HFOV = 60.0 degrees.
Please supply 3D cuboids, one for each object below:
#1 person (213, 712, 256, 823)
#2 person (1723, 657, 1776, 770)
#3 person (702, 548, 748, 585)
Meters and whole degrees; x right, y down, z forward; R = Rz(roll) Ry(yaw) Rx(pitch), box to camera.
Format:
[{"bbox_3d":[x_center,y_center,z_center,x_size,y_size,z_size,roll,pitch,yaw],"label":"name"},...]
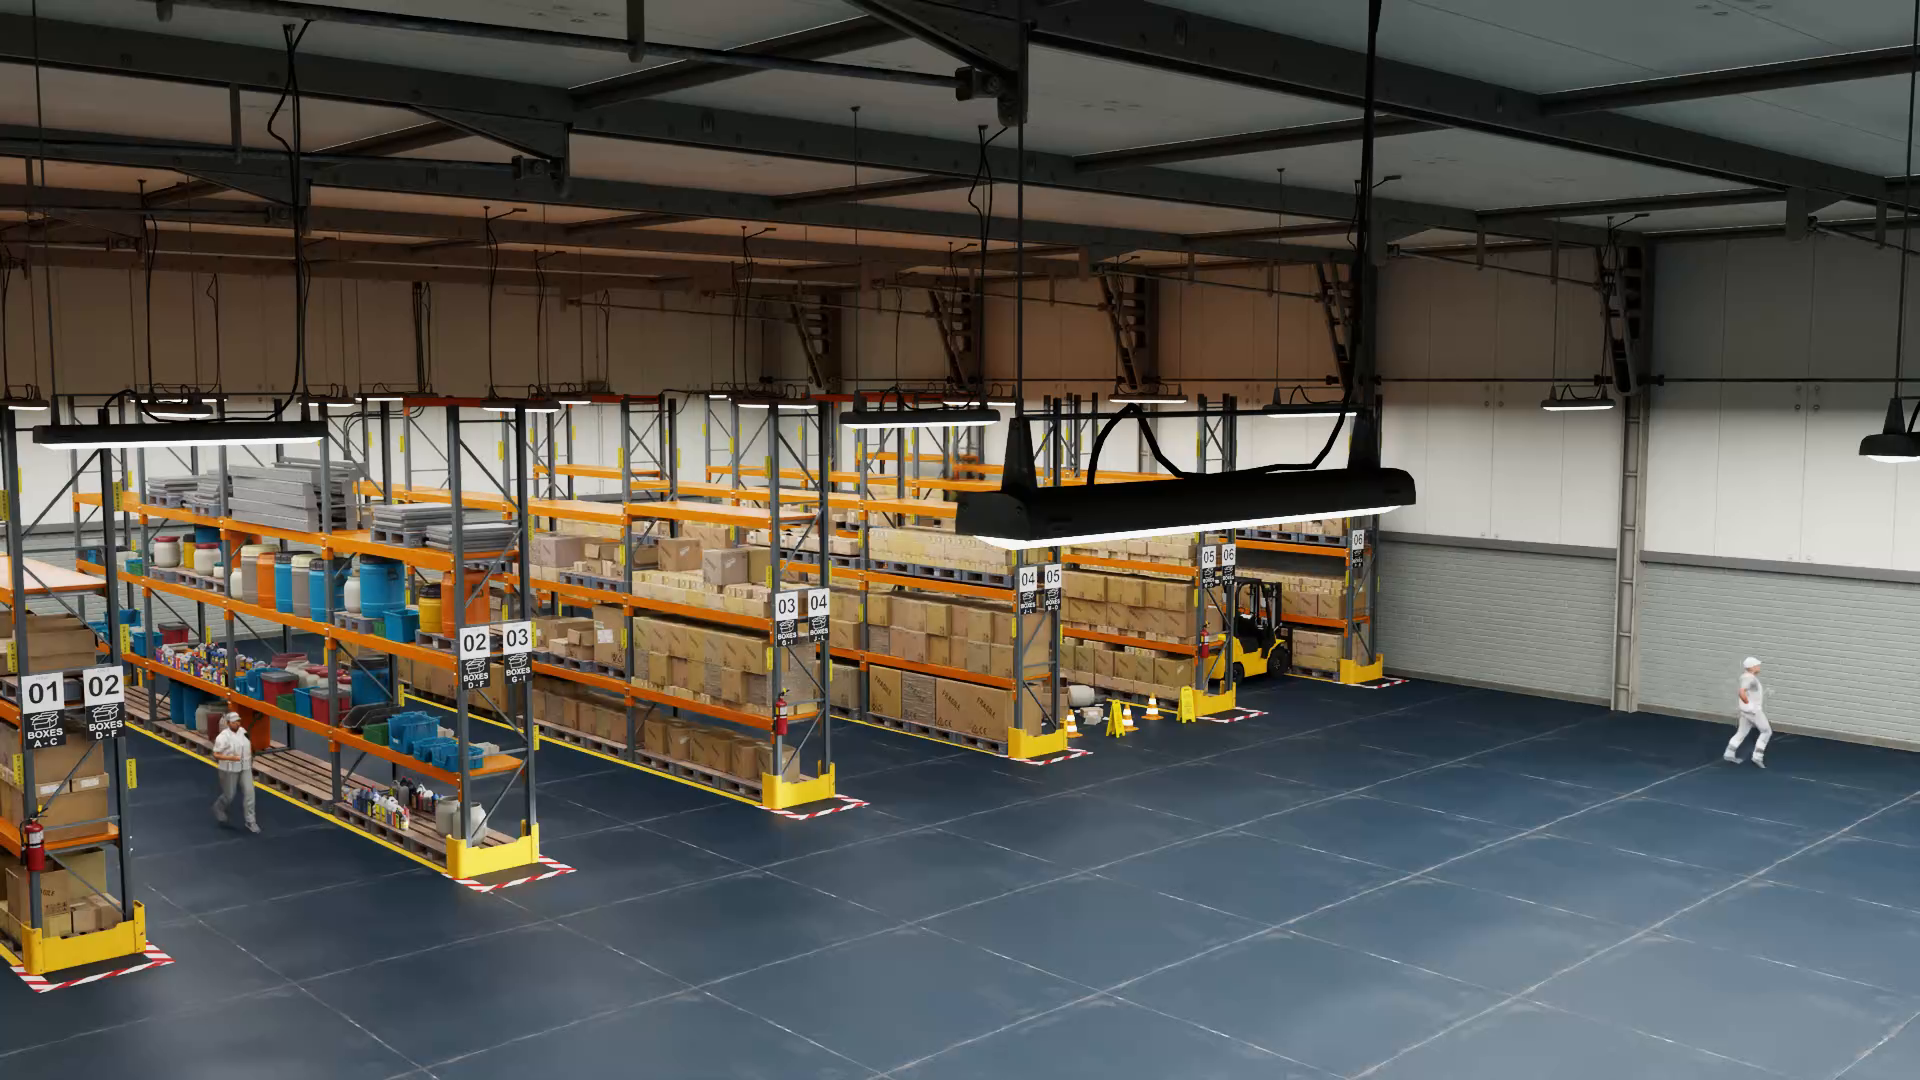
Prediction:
[{"bbox_3d":[-10.223,3.190,23.396,0.779,1.572,0.606,4,7,36],"label":"person"},{"bbox_3d":[12.893,2.826,27.086,0.767,1.841,0.645,1,6,6],"label":"person"},{"bbox_3d":[-5.783,1.158,34.493,9.362,3.702,16.271,-5,8,-43],"label":"person"}]
